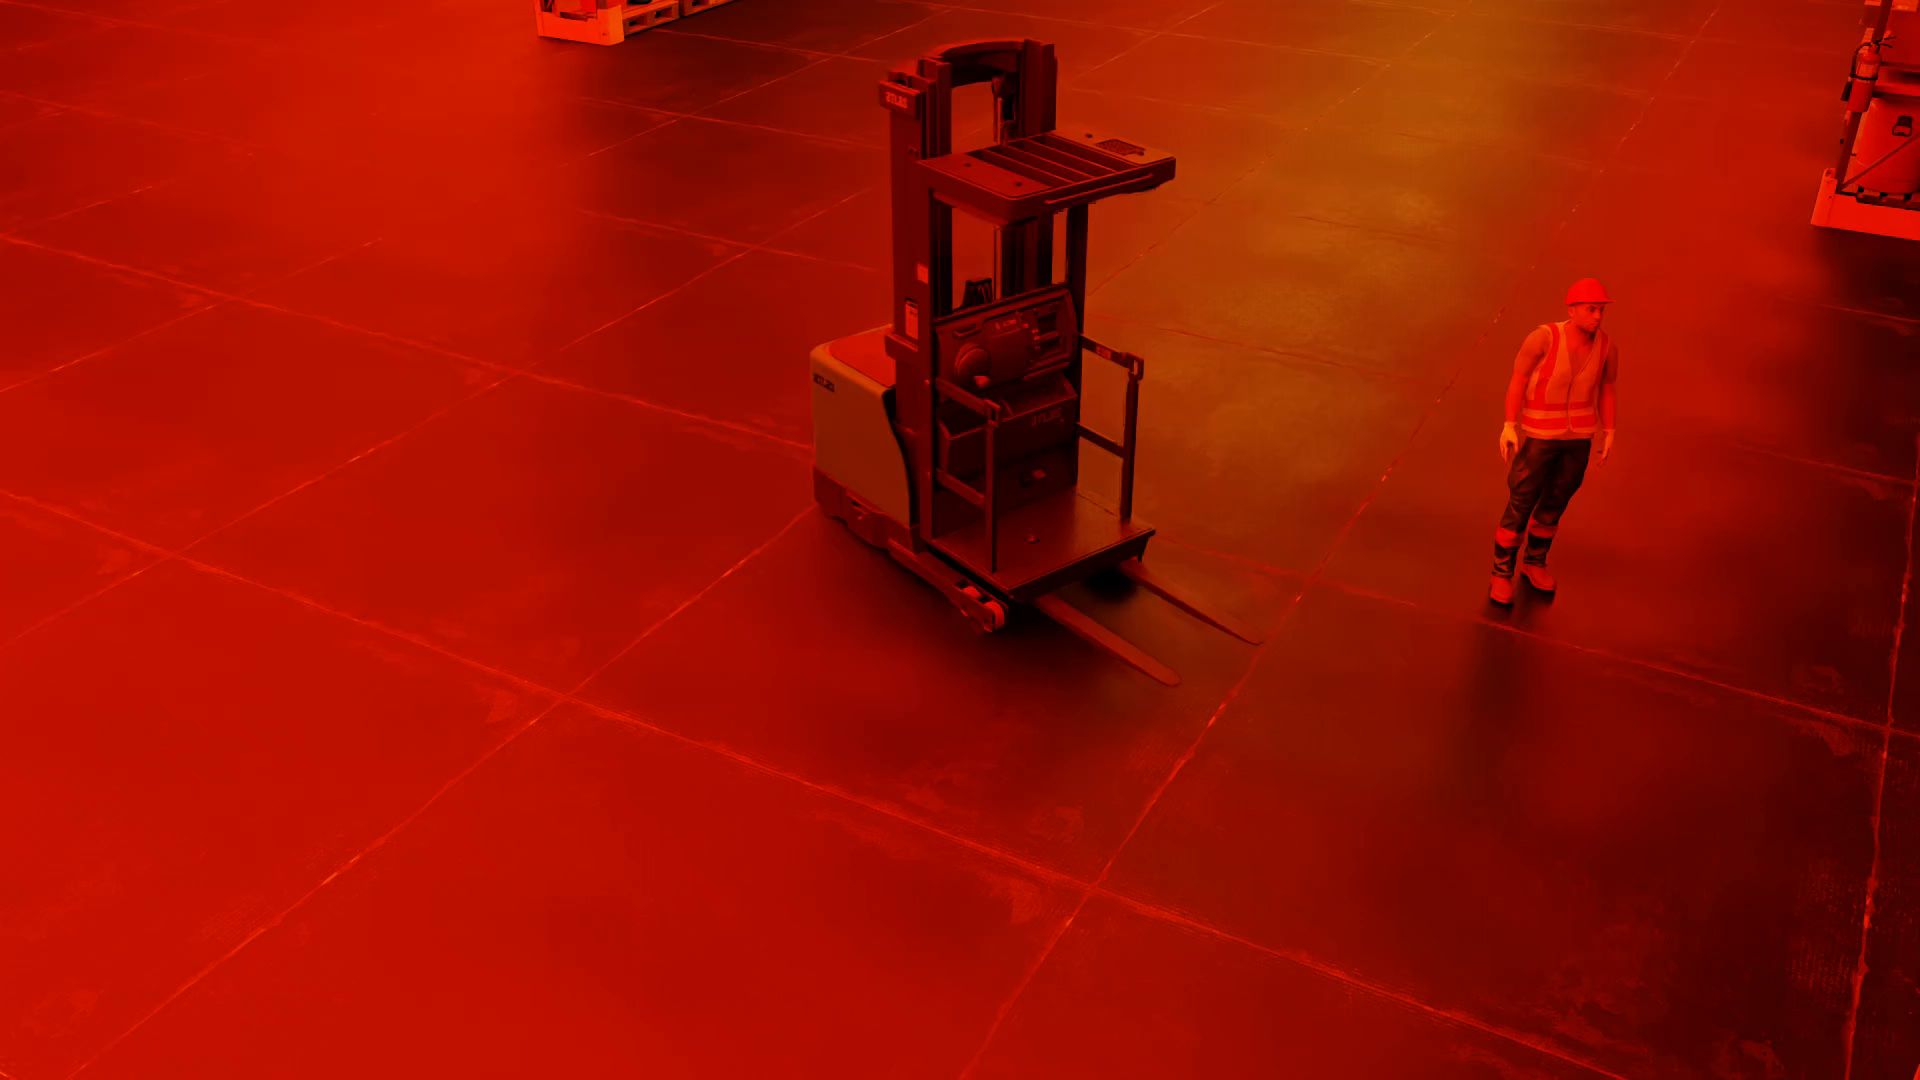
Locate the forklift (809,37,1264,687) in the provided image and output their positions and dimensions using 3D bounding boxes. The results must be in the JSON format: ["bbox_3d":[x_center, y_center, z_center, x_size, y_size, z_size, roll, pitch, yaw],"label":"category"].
[{"bbox_3d":[0.393,-1.047,8.885,1.130,2.935,3.031,-21,36,-32],"label":"forklift"}]

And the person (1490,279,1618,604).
[{"bbox_3d":[3.298,-0.539,9.132,0.638,1.787,0.566,-1,30,-2],"label":"person"}]
